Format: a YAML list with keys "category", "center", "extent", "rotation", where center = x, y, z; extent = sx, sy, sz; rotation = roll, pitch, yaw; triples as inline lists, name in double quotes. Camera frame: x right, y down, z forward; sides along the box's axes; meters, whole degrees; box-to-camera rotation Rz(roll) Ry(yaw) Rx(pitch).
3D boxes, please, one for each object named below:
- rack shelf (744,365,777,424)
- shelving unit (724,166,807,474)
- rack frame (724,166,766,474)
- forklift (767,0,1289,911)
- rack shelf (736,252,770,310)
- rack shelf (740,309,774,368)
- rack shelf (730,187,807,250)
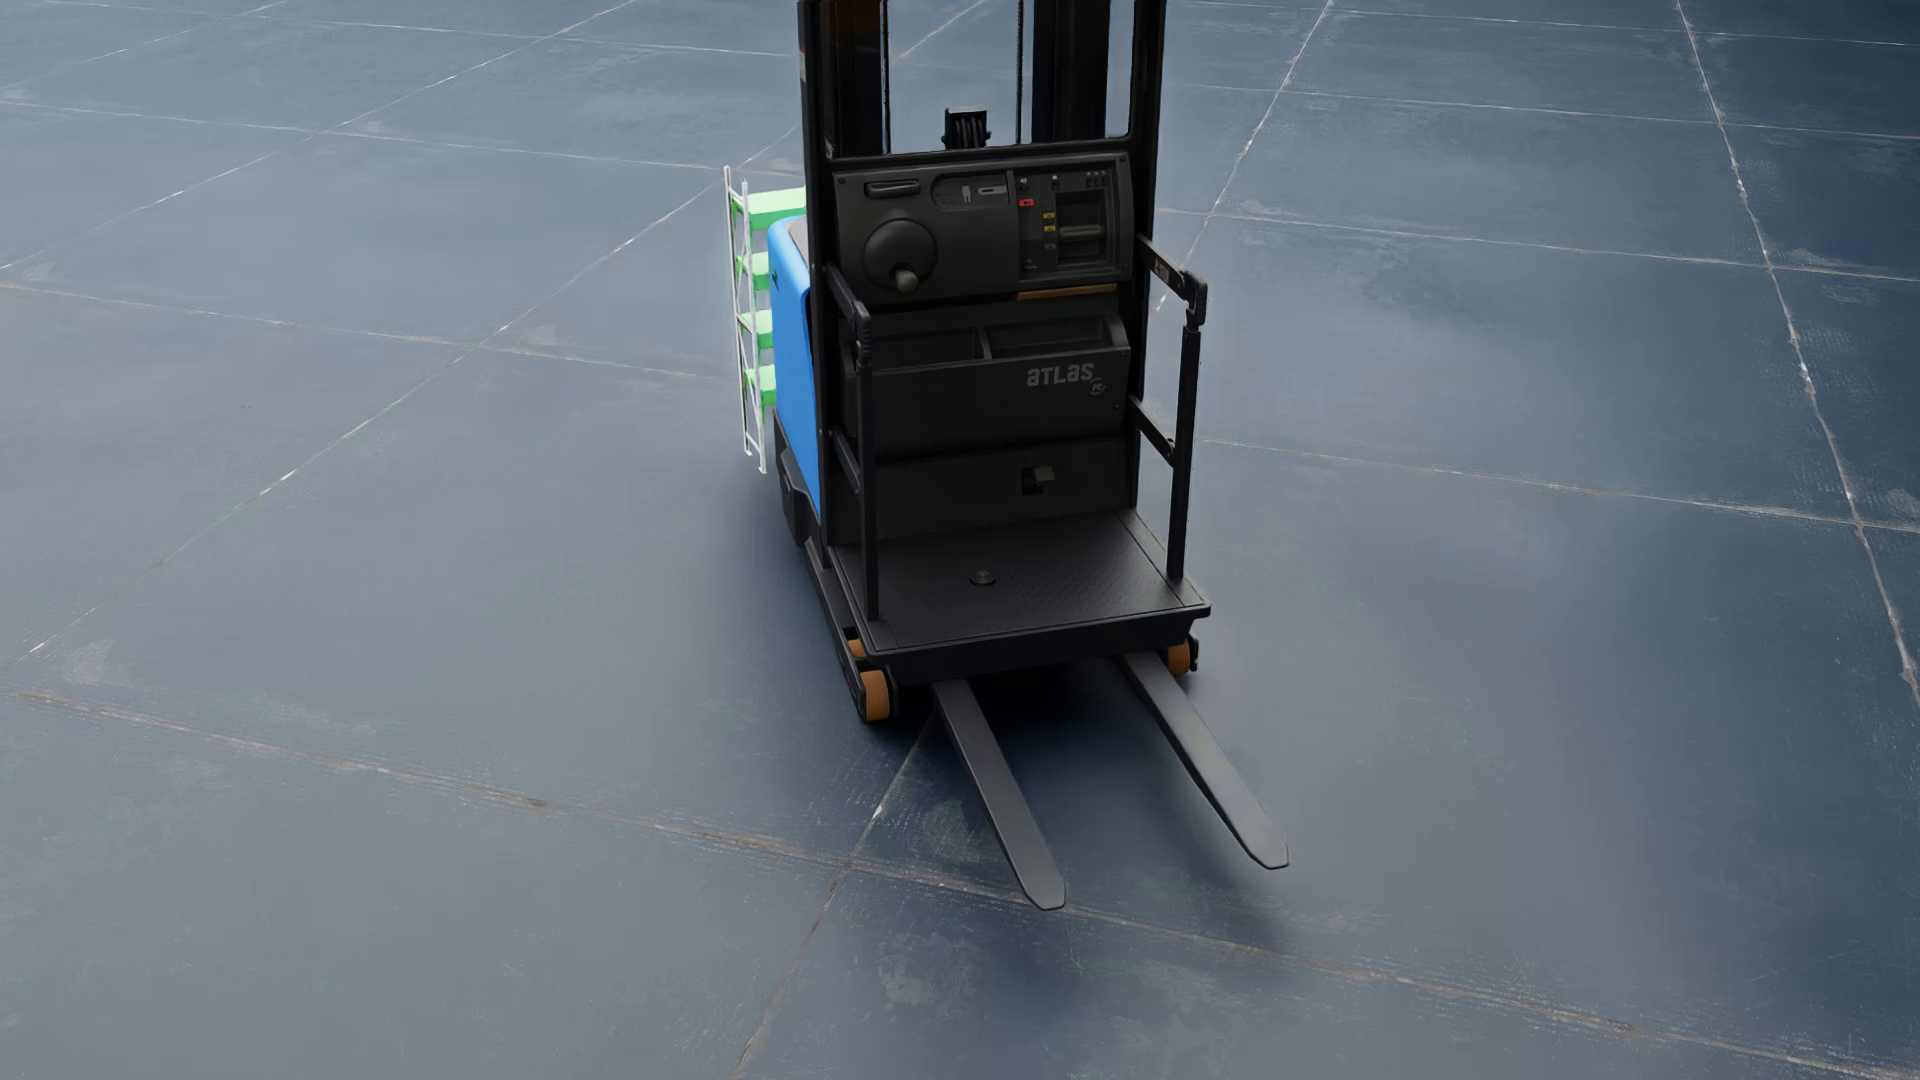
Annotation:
- category: "rack shelf"
  center: [-0.618, -0.628, 6.768]
  extent: [0.480, 0.148, 0.258]
  rotation: [-12, 31, -21]
- category: "shelving unit"
  center: [-0.619, -0.895, 6.622]
  extent: [0.503, 1.200, 0.258]
  rotation: [-12, 31, -21]
- category: "rack frame"
  center: [-0.841, -0.846, 6.535]
  extent: [0.015, 1.200, 0.240]
  rotation: [-12, 31, -21]
- category: "forklift"
  center: [0.138, -0.918, 4.885]
  extent: [1.130, 2.935, 3.031]
  rotation: [-7, 30, -13]
- category: "rack shelf"
  center: [-0.620, -1.049, 6.538]
  extent: [0.480, 0.148, 0.258]
  rotation: [-12, 31, -21]
- category: "rack shelf"
  center: [-0.619, -0.839, 6.653]
  extent: [0.480, 0.148, 0.258]
  rotation: [-12, 31, -21]
- category: "rack shelf"
  center: [-0.620, -1.260, 6.423]
  extent: [0.480, 0.148, 0.258]
  rotation: [-12, 31, -21]
